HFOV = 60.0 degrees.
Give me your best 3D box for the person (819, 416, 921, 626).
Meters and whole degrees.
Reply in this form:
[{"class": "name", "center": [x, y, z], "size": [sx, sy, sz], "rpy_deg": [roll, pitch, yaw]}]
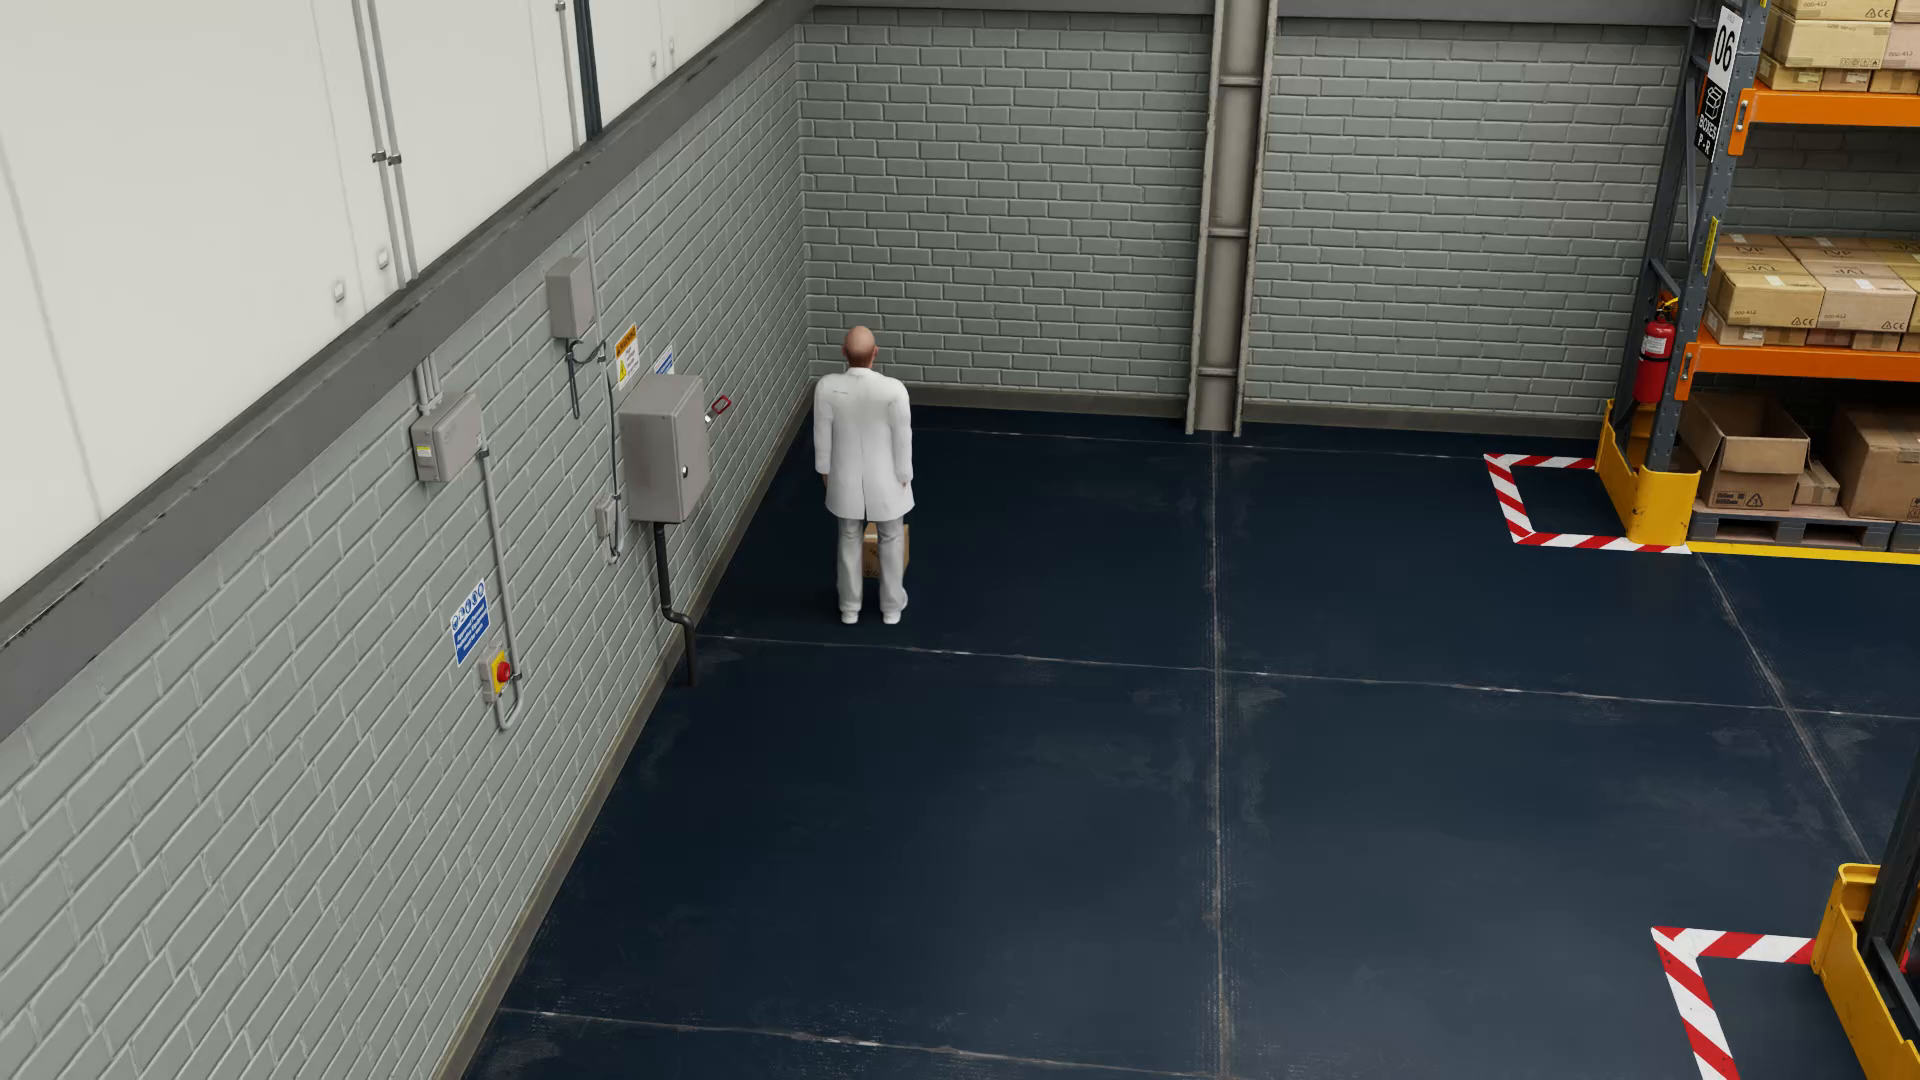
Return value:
[{"class": "person", "center": [-0.522, -0.097, 9.607], "size": [0.612, 1.041, 0.886], "rpy_deg": [3, 28, 6]}]
